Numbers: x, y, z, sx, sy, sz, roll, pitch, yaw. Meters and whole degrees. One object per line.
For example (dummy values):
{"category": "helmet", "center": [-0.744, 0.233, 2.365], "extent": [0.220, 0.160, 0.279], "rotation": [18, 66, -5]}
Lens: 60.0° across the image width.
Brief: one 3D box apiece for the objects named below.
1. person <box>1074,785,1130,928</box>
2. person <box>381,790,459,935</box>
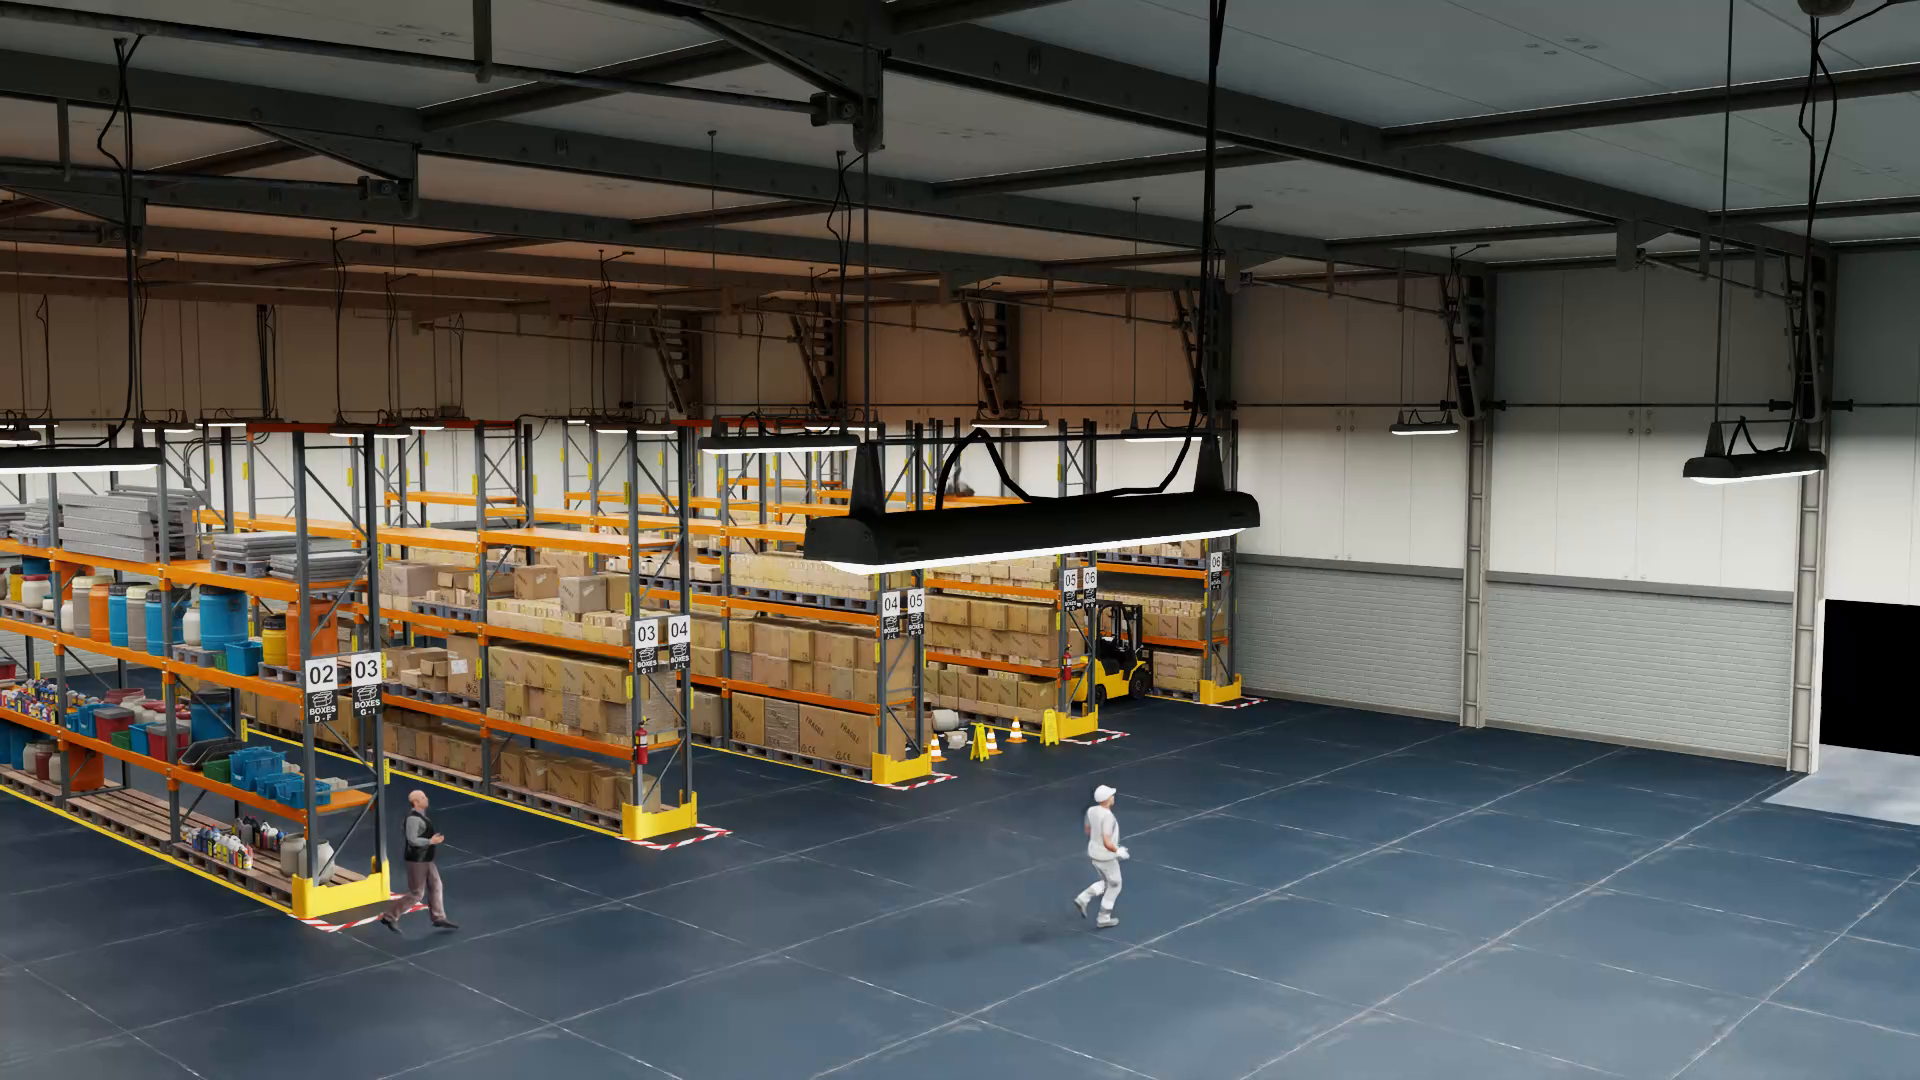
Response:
{"category": "person", "center": [1.698, 3.821, 20.053], "extent": [0.612, 1.741, 0.643], "rotation": [-2, 5, -21]}
{"category": "person", "center": [-6.455, 3.836, 19.816], "extent": [0.887, 1.736, 0.687], "rotation": [-2, 5, -20]}
